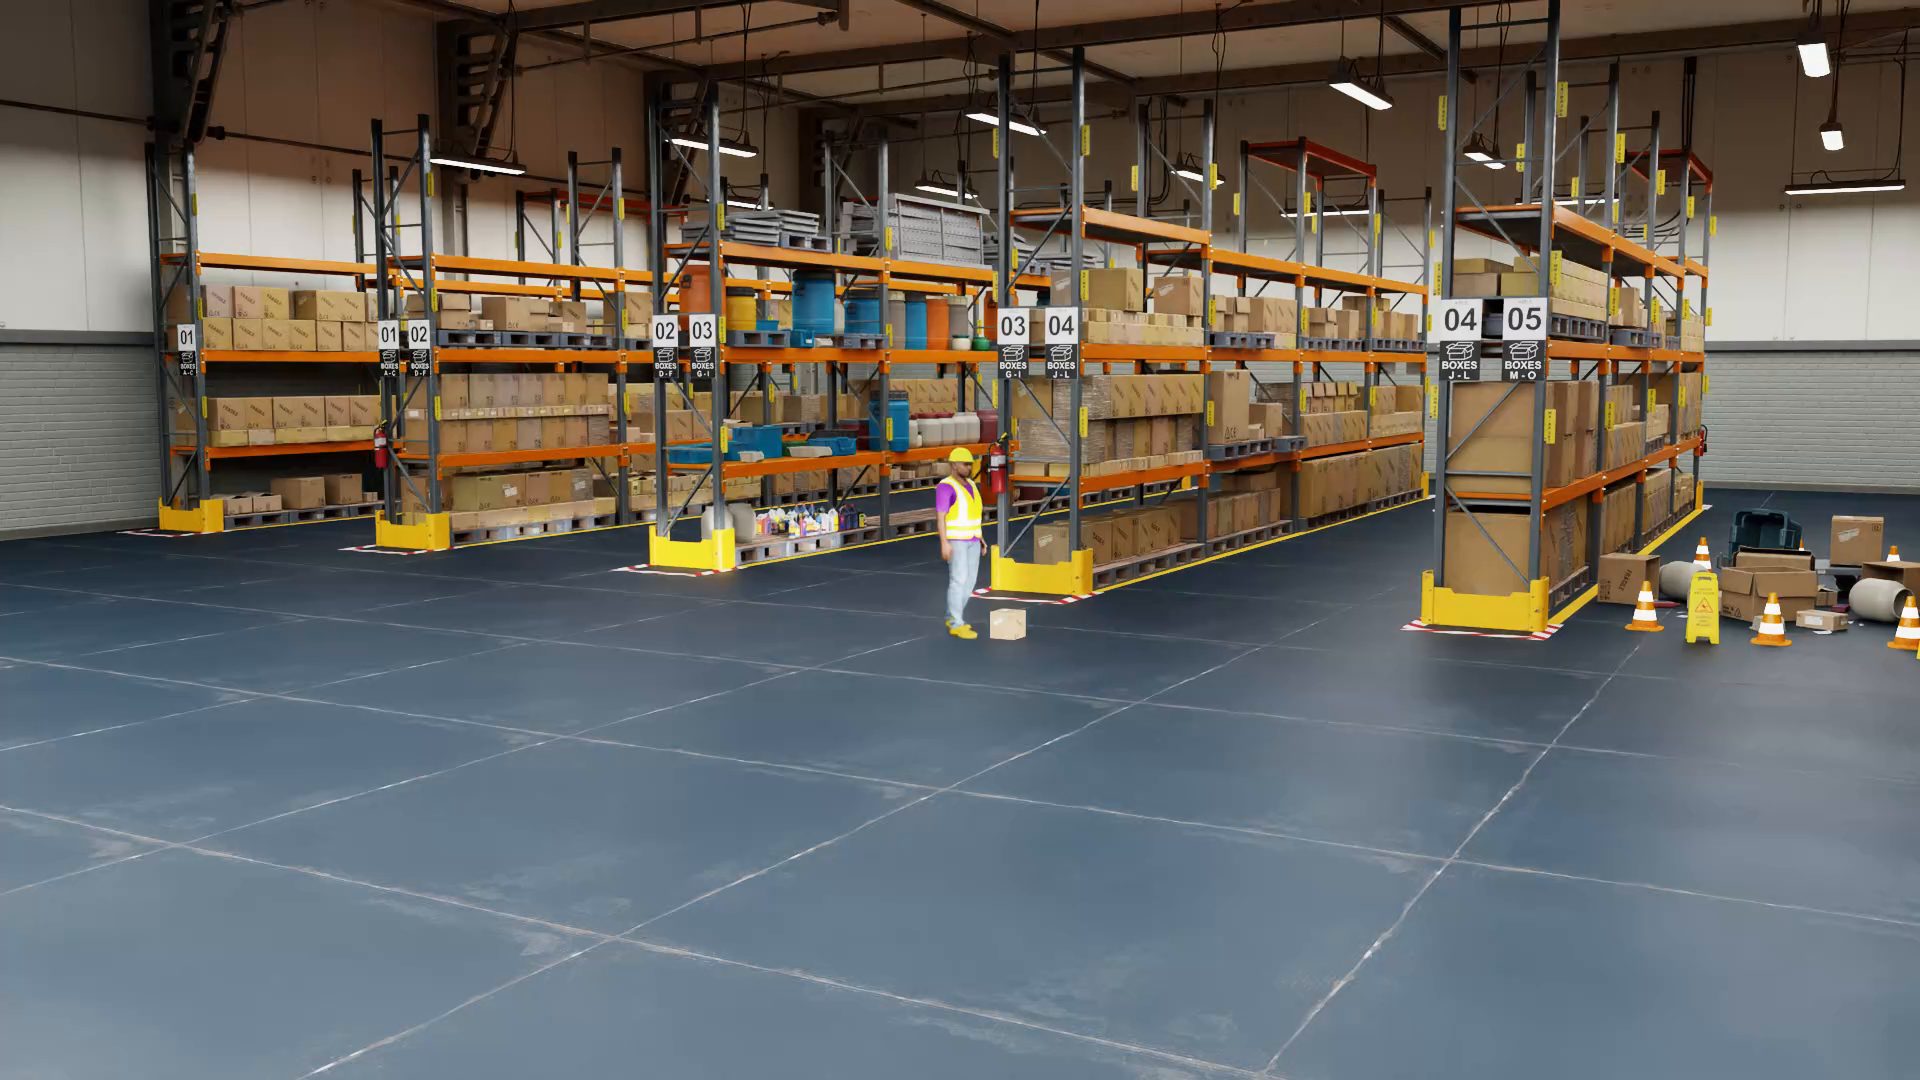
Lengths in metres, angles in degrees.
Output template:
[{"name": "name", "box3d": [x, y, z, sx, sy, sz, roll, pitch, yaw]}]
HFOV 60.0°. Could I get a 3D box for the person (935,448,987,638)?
[{"name": "person", "box3d": [0.018, 0.013, 15.832, 0.509, 1.780, 0.586, 4, 7, 35]}]
